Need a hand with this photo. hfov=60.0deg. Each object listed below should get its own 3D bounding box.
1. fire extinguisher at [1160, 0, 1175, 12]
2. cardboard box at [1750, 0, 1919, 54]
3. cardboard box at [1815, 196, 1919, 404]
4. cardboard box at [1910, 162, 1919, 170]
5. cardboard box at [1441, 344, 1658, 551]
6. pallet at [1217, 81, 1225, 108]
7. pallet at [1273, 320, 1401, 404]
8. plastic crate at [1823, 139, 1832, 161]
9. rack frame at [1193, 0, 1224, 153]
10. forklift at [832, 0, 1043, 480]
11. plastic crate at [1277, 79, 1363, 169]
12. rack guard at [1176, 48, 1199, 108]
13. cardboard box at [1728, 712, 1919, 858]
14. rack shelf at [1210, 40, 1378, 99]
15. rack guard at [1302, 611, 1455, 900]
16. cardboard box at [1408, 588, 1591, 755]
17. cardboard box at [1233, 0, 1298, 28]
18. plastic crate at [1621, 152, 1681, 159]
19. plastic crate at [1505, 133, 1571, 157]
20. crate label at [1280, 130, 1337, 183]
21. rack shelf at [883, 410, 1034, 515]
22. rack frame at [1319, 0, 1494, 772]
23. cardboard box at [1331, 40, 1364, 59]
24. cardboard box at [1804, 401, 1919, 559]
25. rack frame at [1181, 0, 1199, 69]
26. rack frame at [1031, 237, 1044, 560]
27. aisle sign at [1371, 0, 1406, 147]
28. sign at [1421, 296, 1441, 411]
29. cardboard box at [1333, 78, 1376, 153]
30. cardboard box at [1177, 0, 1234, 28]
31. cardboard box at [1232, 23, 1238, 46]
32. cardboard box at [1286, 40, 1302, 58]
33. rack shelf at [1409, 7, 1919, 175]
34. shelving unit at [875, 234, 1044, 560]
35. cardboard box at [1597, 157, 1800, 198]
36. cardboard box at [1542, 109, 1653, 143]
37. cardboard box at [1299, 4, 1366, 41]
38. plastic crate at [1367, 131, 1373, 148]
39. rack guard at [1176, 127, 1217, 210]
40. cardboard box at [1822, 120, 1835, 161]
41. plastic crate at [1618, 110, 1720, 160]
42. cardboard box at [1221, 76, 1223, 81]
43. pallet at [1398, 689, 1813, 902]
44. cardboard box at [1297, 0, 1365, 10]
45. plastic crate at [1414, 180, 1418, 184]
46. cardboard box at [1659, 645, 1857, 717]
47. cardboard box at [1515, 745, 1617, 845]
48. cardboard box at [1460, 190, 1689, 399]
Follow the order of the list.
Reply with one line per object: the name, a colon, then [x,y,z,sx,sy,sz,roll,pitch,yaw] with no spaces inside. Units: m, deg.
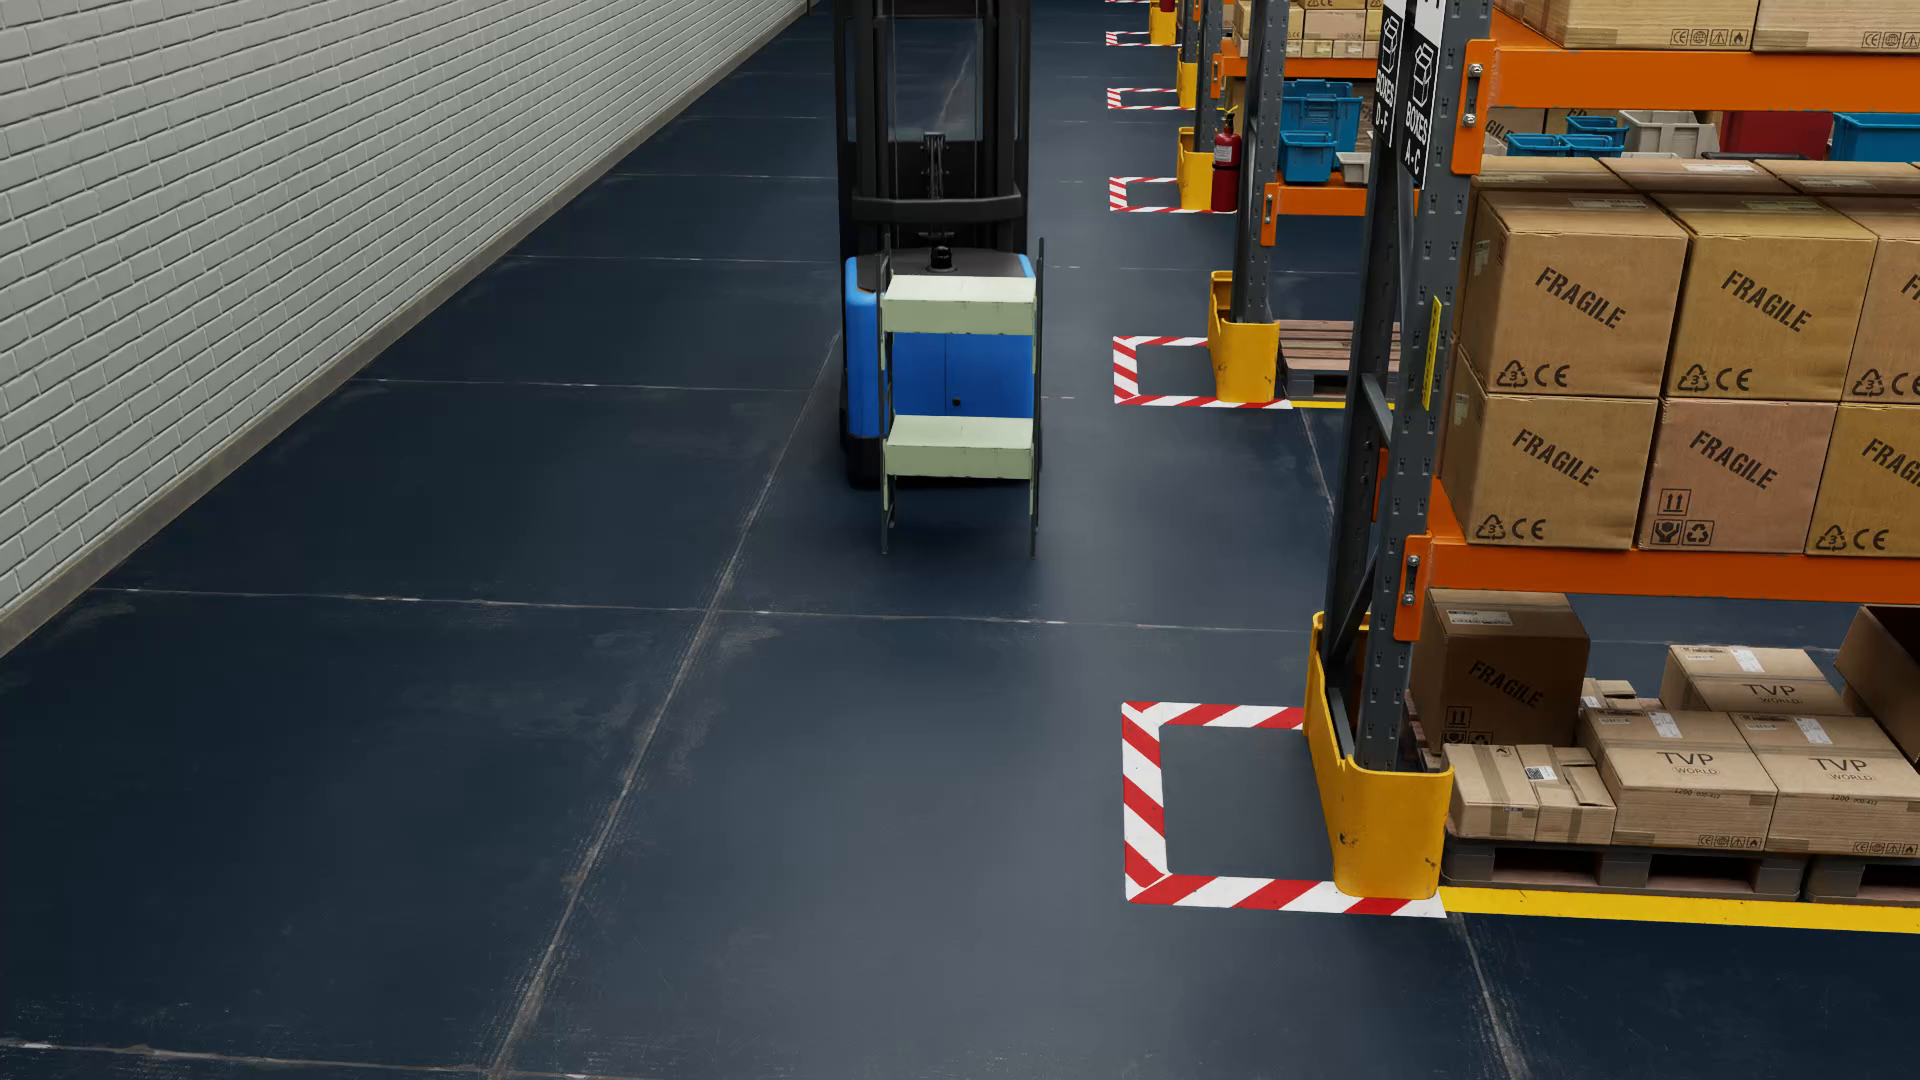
fire extinguisher: [2.460,-6.572,19.574,0.183,0.674,0.296,2,25,4]
cardboard box: [2.423,-1.535,4.678,0.500,0.250,0.500,2,25,4]
cardboard box: [2.876,-0.728,5.018,0.500,0.500,0.500,2,25,5]
cardboard box: [3.431,-0.937,5.473,0.500,0.500,0.500,3,25,6]
cardboard box: [1.855,-0.305,5.296,0.500,0.500,0.500,2,25,5]
pallet: [3.559,-5.267,19.534,1.213,0.211,1.003,2,25,4]
pallet: [2.635,-1.139,10.563,1.213,0.211,1.003,2,25,4]
plastic crate: [5.351,-2.302,9.999,0.243,0.136,0.396,2,25,4]
rack frame: [2.195,-4.513,14.559,0.127,3.000,1.000,2,25,4]
forklift: [-0.170,-2.230,9.680,1.130,2.935,3.031,-2,25,-3]
plastic crate: [2.164,-2.559,10.199,0.499,0.435,0.616,2,25,4]
rack guard: [2.751,-5.439,19.562,0.348,0.500,1.175,2,25,4]
cardboard box: [2.951,0.833,5.705,0.500,0.250,0.500,2,25,4]
rack shelf: [4.189,-4.122,14.570,4.000,0.370,1.077,2,25,4]
rack guard: [1.509,0.754,6.104,0.348,0.500,1.175,2,25,4]
cardboard box: [1.994,0.467,6.202,0.500,0.500,0.500,2,25,4]
cardboard box: [2.699,-4.675,14.735,0.500,0.250,0.500,1,25,3]
plastic crate: [4.045,-2.158,9.686,0.466,0.136,0.293,2,25,4]
plastic crate: [3.350,-2.212,9.688,0.300,0.233,0.416,2,25,4]
crate label: [2.037,-2.254,9.780,0.303,0.233,0.416,2,25,4]
rack shelf: [0.007,-0.385,8.163,0.720,0.370,0.431,2,25,4]
rack frame: [1.433,-0.384,5.586,0.127,3.000,1.000,2,25,4]
cardboard box: [3.295,-4.226,14.237,0.250,0.149,0.380,1,25,3]
cardboard box: [2.870,-0.274,5.227,0.500,0.500,0.500,2,25,4]
rack frame: [2.676,-6.577,19.045,0.127,3.000,1.000,2,25,4]
rack frame: [0.372,-0.669,8.001,0.023,1.500,0.400,2,25,4]
aisle sign: [1.388,-1.695,5.325,0.004,0.787,0.394,2,25,4]
sign: [1.392,-0.551,4.914,0.005,0.325,0.100,2,25,4]
cardboard box: [3.747,-3.722,14.880,0.875,0.875,0.875,2,25,4]
cardboard box: [3.620,-7.690,24.028,0.875,0.438,0.875,1,25,2]
cardboard box: [2.575,-4.524,14.885,0.250,0.149,0.380,2,25,5]
cardboard box: [2.780,-4.242,14.271,0.250,0.149,0.380,1,25,3]
rack shelf: [3.427,-1.356,4.971,4.000,0.370,1.077,2,25,4]
shelving unit: [0.007,-0.681,8.027,0.755,1.500,0.431,2,25,4]
cardboard box: [2.402,-0.968,5.540,0.500,0.500,0.500,3,25,5]
cardboard box: [5.531,-3.665,14.755,0.875,0.875,0.875,2,25,4]
cardboard box: [3.172,-4.438,14.220,0.500,0.250,0.500,2,25,3]
plastic crate: [2.643,-2.405,10.223,0.243,0.136,0.396,2,25,4]
rack guard: [2.171,-3.378,15.083,0.348,0.500,1.175,2,25,4]
cardboard box: [7.714,-3.570,14.549,0.875,0.875,1.225,1,25,2]
plastic crate: [4.296,-2.419,10.080,0.530,0.282,0.437,2,25,4]
cardboard box: [3.216,-5.542,19.705,0.250,0.149,0.380,2,25,5]
pallet: [2.304,0.911,6.109,1.213,0.211,1.003,2,25,4]
cardboard box: [3.152,-4.776,14.059,0.500,0.500,0.500,1,25,3]
plastic crate: [2.693,-2.233,9.734,0.300,0.233,0.416,2,25,4]
cardboard box: [2.939,0.623,6.161,0.500,0.250,0.500,2,25,4]
cardboard box: [2.074,0.868,5.729,0.250,0.166,0.380,2,25,4]
cardboard box: [1.855,-0.759,5.087,0.500,0.500,0.500,3,25,6]
